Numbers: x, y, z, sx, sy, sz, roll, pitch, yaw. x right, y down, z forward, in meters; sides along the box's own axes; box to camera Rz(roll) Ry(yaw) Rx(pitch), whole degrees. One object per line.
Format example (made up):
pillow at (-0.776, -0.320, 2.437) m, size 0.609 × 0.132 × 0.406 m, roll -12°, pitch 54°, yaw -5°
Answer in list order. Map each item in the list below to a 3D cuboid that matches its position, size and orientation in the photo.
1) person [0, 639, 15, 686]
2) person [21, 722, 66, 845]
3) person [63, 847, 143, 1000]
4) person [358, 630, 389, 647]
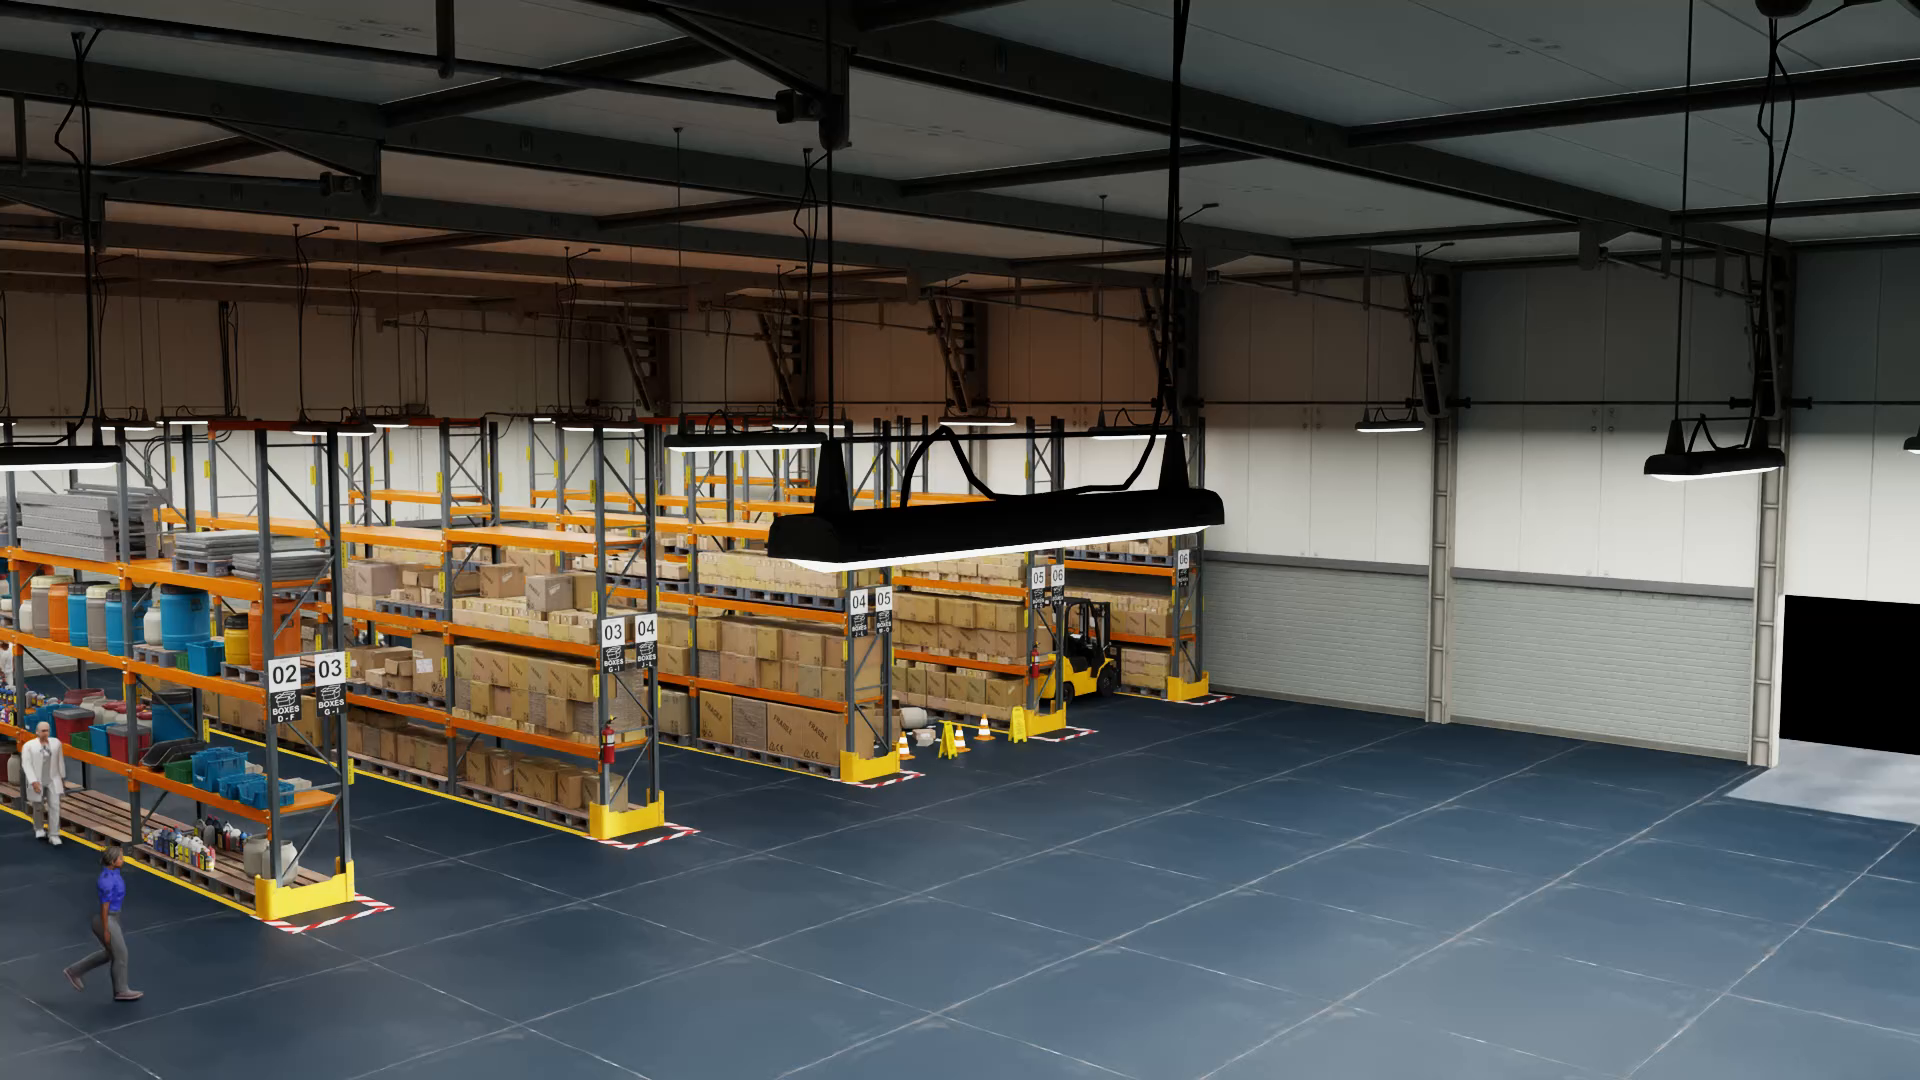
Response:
person at (-19.552, 2.685, 33.912) m, size 0.661 × 1.663 × 0.692 m, roll -4°, pitch 6°, yaw -41°
person at (-13.111, 3.470, 23.860) m, size 0.588 × 1.728 × 1.065 m, roll -4°, pitch 6°, yaw -39°
person at (-9.088, 4.100, 17.588) m, size 0.813 × 1.511 × 0.448 m, roll -1°, pitch 5°, yaw -12°
person at (-15.072, 1.897, 42.694) m, size 0.861 × 1.766 × 0.548 m, roll -1°, pitch 5°, yaw -11°
